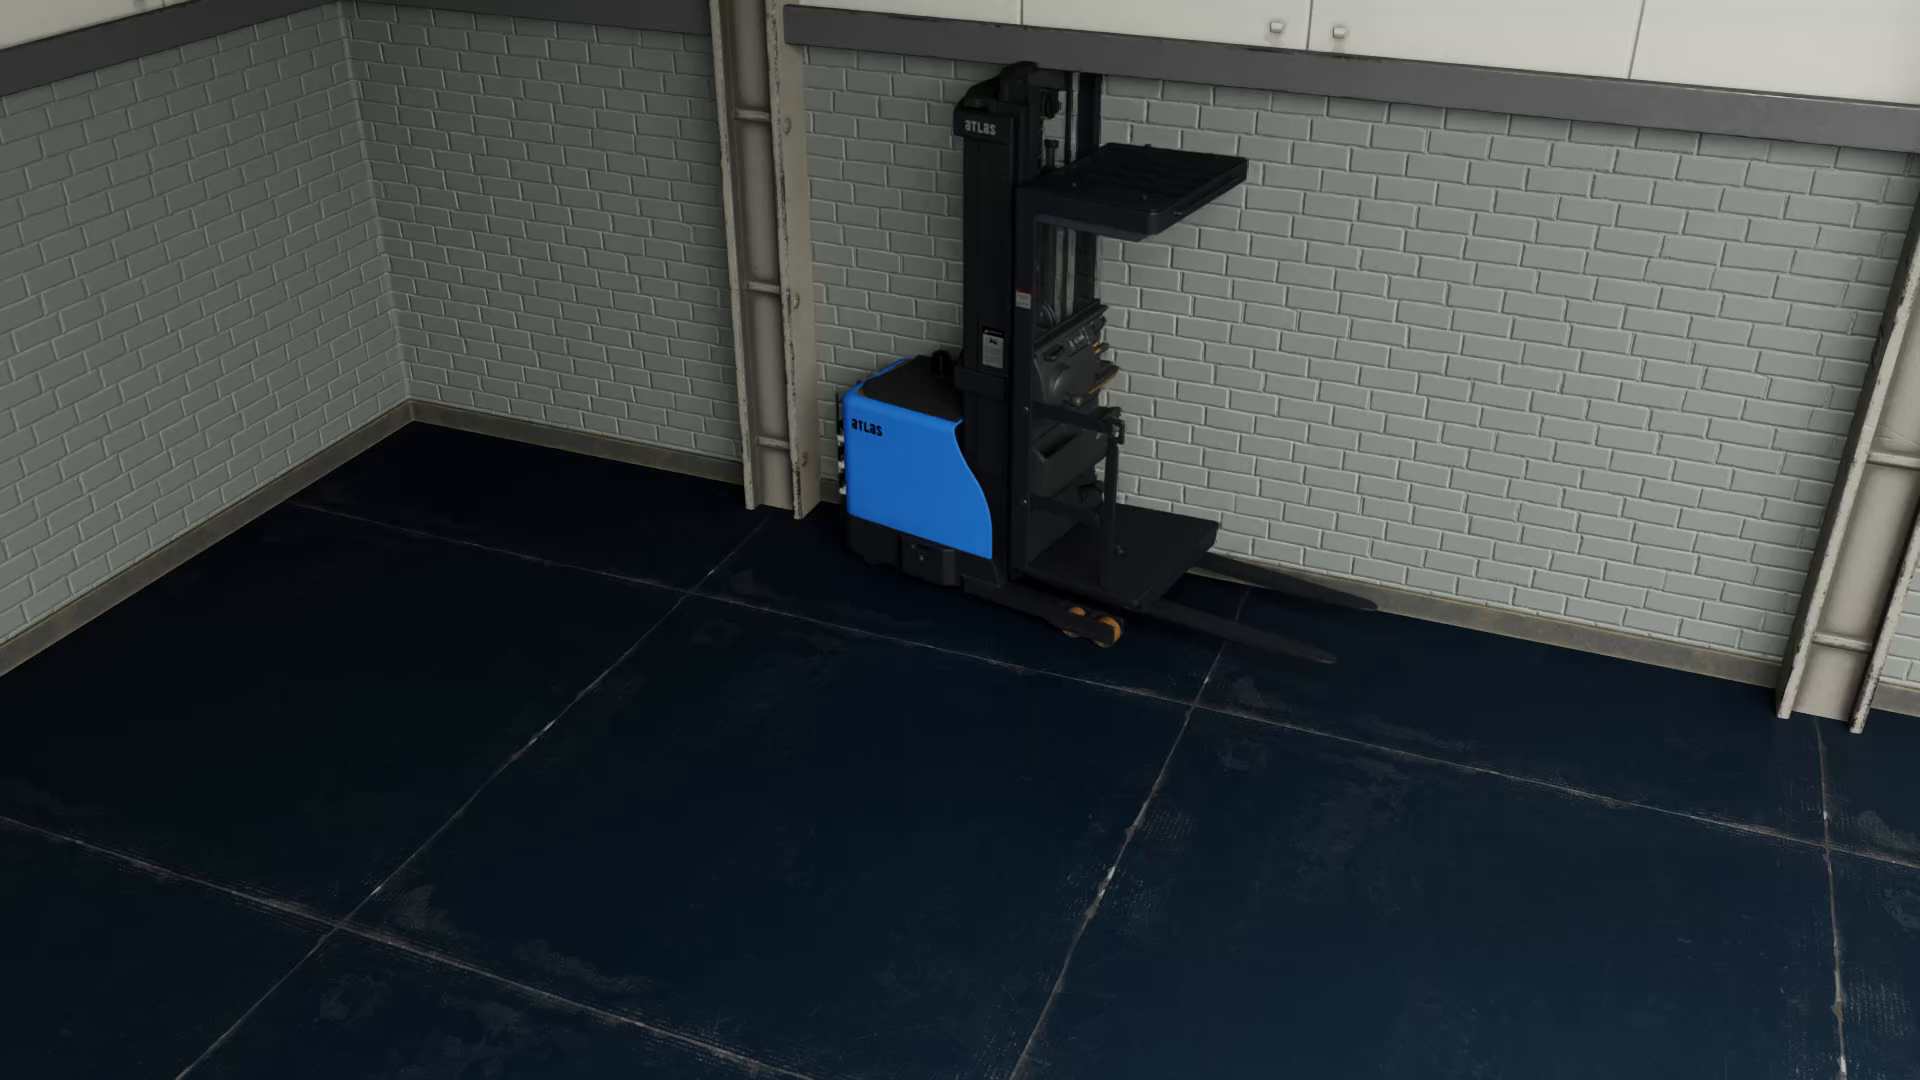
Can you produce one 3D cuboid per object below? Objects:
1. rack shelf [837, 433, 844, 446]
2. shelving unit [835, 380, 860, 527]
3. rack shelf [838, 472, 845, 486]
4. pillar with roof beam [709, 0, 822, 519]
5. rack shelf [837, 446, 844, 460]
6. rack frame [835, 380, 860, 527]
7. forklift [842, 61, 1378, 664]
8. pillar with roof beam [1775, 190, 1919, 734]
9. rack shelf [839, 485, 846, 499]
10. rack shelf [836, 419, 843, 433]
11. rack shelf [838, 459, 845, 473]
[{"bbox_3d":[-0.588,-0.624,10.053,0.200,0.077,0.258,17,34,28],"label":"rack shelf"},{"bbox_3d":[-0.588,-0.496,10.125,0.210,0.900,0.258,17,34,28],"label":"shelving unit"},{"bbox_3d":[-0.588,-0.389,10.185,0.200,0.077,0.258,17,34,28],"label":"rack shelf"},{"bbox_3d":[-2.737,-2.189,4.889,0.400,9.000,9.100,11,31,19],"label":"pillar with roof beam"},{"bbox_3d":[-0.588,-0.546,10.097,0.200,0.077,0.258,17,34,28],"label":"rack shelf"},{"bbox_3d":[-0.674,-0.523,10.173,0.006,0.900,0.240,17,34,28],"label":"rack frame"},{"bbox_3d":[0.829,-0.986,8.927,3.031,2.935,1.130,17,34,28],"label":"forklift"},{"bbox_3d":[2.823,-1.079,2.925,0.400,9.000,9.100,11,31,19],"label":"pillar with roof beam"},{"bbox_3d":[-0.588,-0.311,10.230,0.200,0.077,0.258,17,34,28],"label":"rack shelf"},{"bbox_3d":[-0.588,-0.703,10.009,0.200,0.077,0.258,17,34,28],"label":"rack shelf"},{"bbox_3d":[-0.588,-0.467,10.141,0.200,0.077,0.258,17,34,28],"label":"rack shelf"}]
